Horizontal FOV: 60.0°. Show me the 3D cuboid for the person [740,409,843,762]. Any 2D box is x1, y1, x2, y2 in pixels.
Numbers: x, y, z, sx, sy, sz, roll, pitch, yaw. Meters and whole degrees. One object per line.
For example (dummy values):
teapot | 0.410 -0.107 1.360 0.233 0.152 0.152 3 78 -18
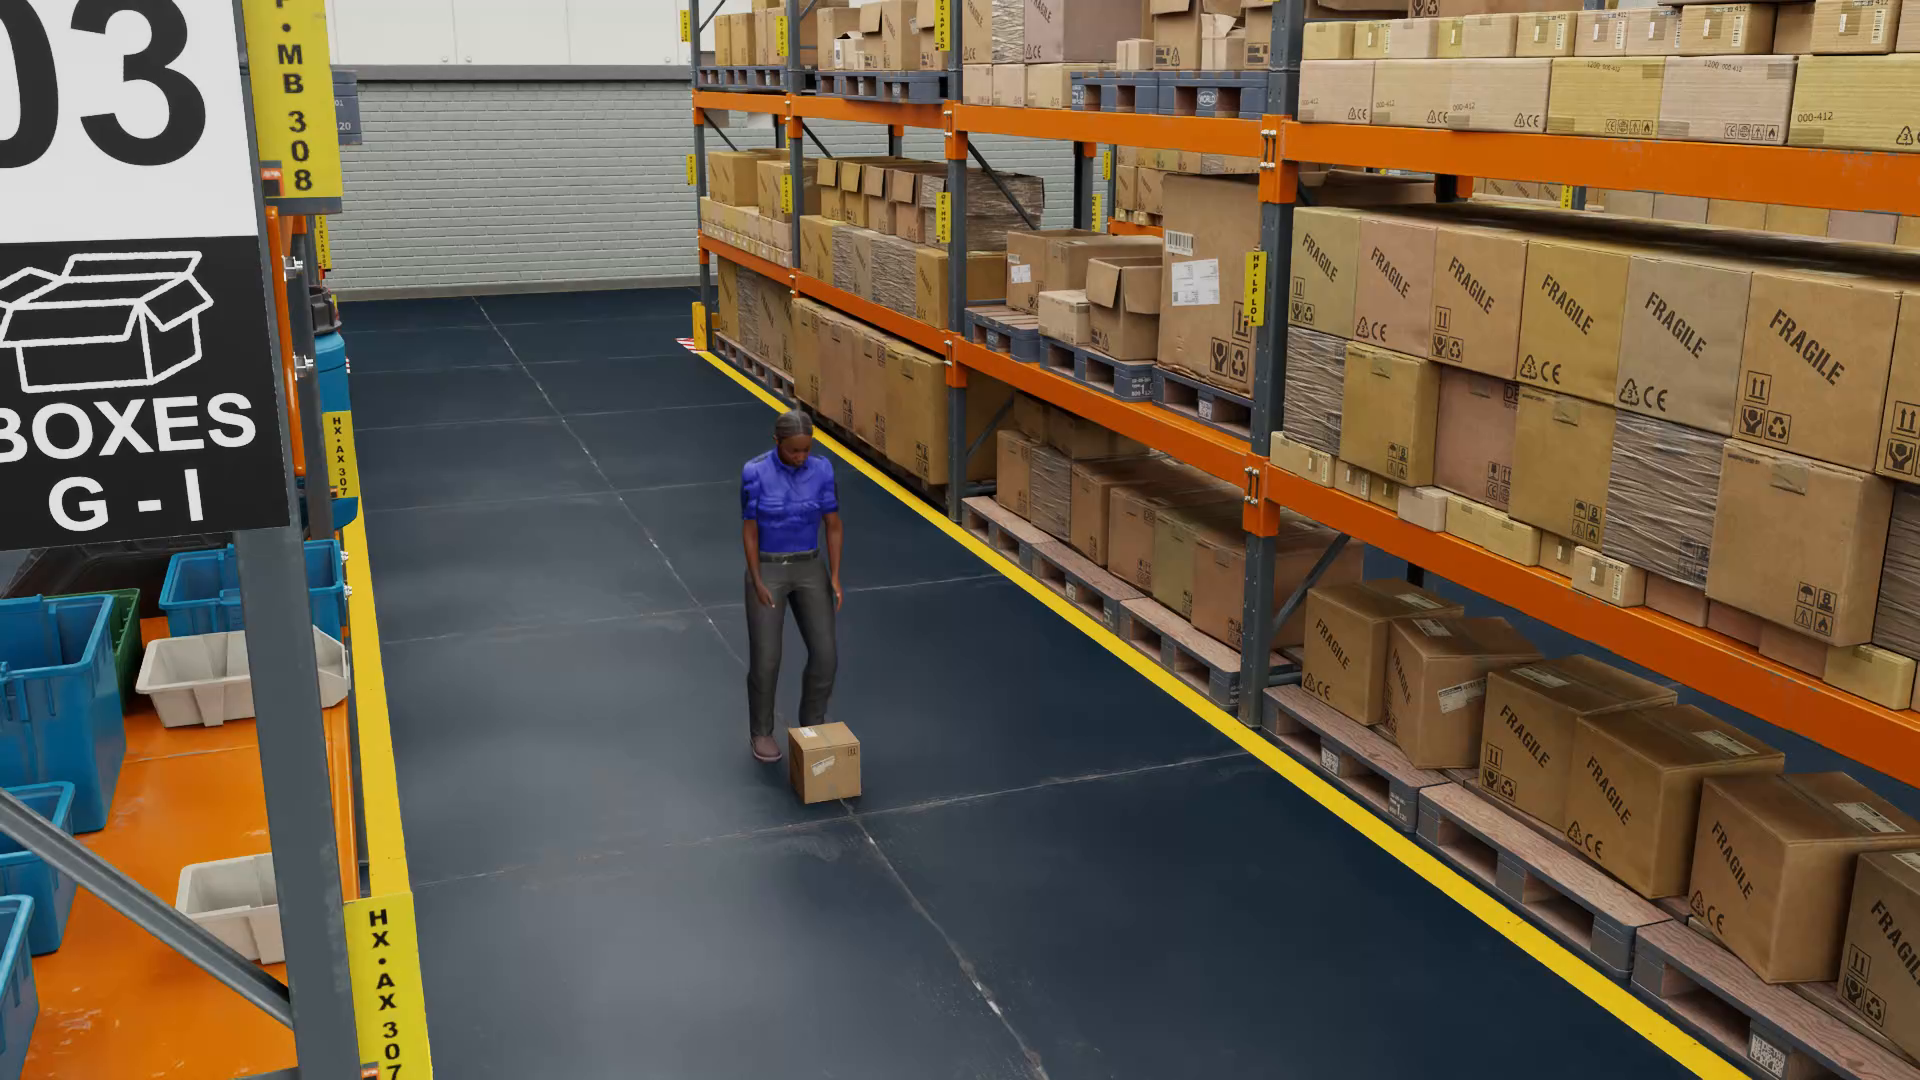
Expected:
person | -0.747 0.190 7.476 0.457 1.610 0.375 -5 17 -19
